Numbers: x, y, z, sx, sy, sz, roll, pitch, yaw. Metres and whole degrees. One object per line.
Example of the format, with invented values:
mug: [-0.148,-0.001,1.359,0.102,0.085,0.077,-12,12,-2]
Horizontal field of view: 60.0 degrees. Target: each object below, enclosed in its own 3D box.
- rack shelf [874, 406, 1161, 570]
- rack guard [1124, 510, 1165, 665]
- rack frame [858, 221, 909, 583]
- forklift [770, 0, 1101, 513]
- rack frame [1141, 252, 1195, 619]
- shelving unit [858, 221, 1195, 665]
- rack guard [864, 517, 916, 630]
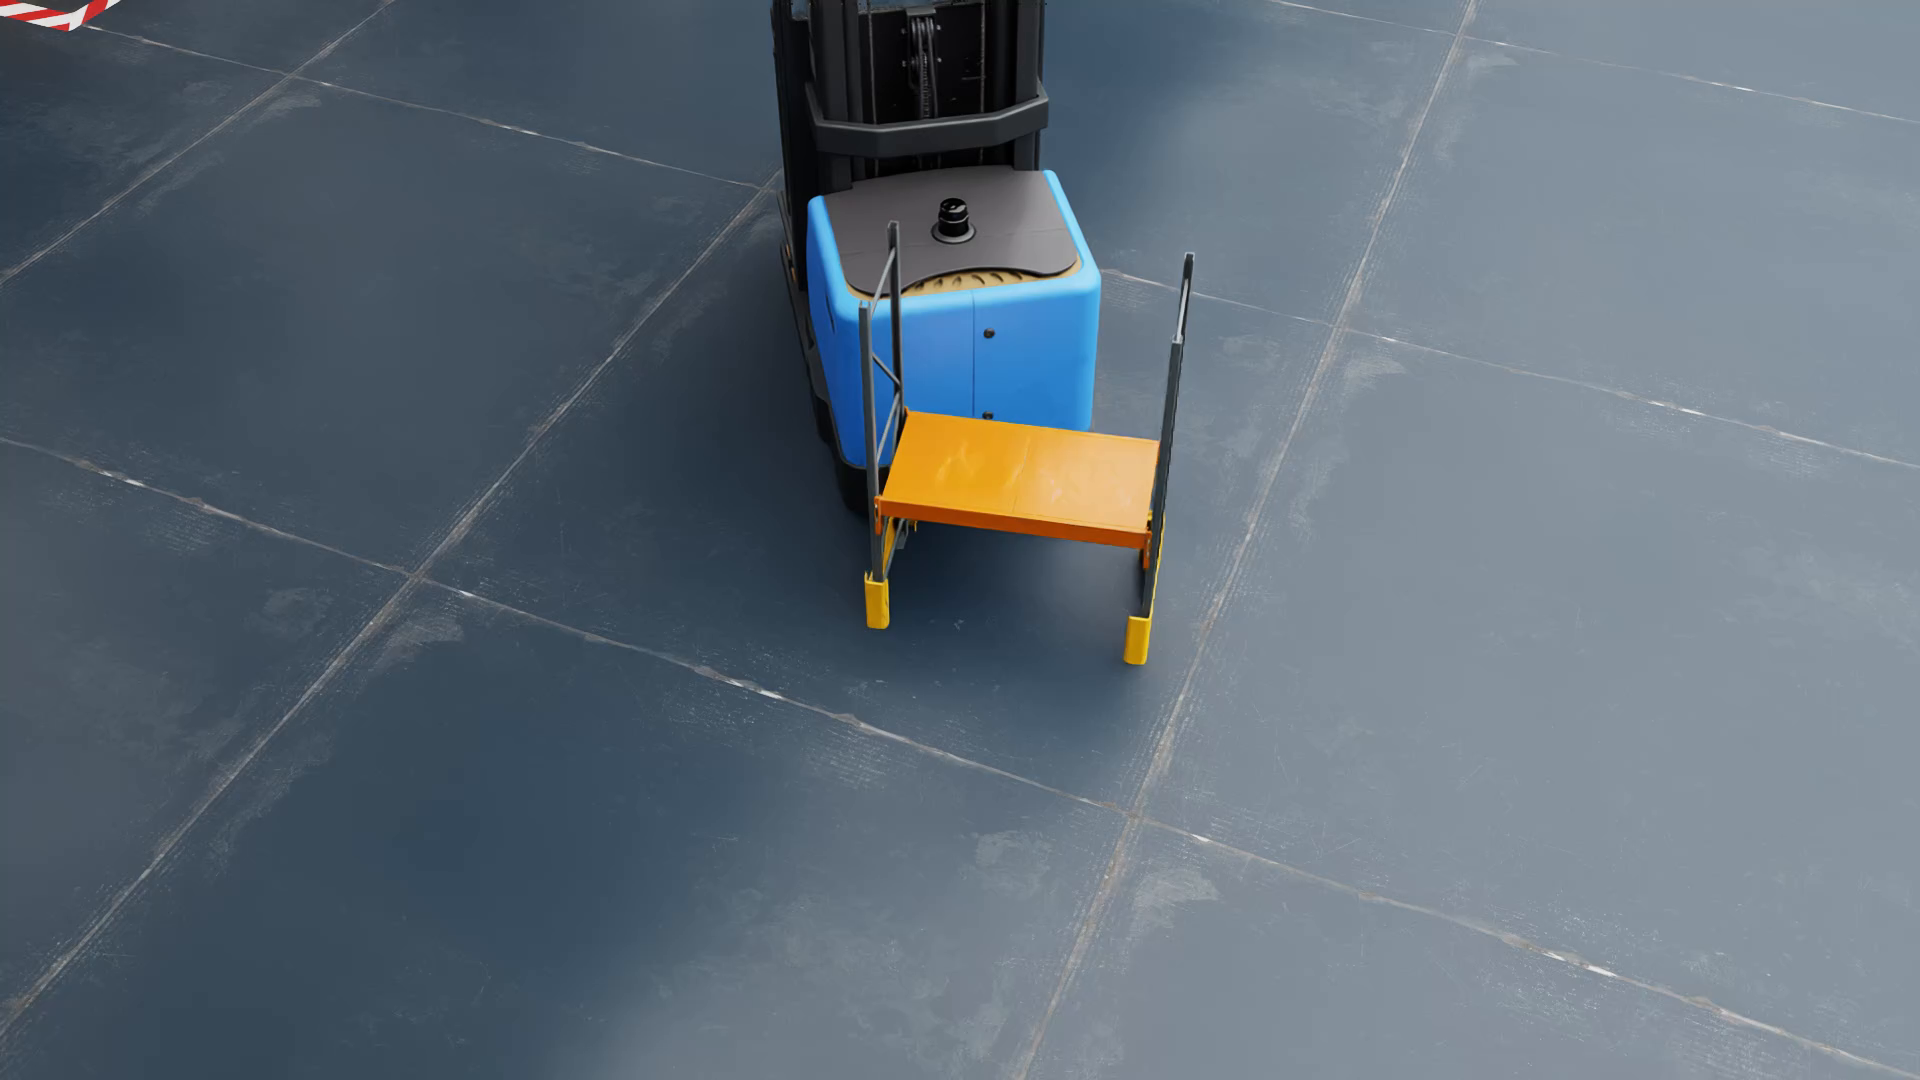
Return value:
rack shelf: [0.229,-0.201,6.143,1.000,0.185,0.538,7,45,7]
rack guard: [0.710,0.177,6.394,0.087,0.250,0.587,7,45,7]
rack frame: [-0.271,-0.393,6.082,0.032,1.500,0.500,7,45,7]
forklift: [-0.249,-2.206,6.889,1.130,2.935,3.031,-8,45,-8]
rack frame: [0.729,-0.263,5.951,0.032,1.500,0.500,7,45,7]
shelving unit: [0.220,-0.329,6.018,1.083,1.500,0.587,7,45,7]
rack guard: [-0.269,0.050,6.523,0.087,0.250,0.587,7,45,7]
